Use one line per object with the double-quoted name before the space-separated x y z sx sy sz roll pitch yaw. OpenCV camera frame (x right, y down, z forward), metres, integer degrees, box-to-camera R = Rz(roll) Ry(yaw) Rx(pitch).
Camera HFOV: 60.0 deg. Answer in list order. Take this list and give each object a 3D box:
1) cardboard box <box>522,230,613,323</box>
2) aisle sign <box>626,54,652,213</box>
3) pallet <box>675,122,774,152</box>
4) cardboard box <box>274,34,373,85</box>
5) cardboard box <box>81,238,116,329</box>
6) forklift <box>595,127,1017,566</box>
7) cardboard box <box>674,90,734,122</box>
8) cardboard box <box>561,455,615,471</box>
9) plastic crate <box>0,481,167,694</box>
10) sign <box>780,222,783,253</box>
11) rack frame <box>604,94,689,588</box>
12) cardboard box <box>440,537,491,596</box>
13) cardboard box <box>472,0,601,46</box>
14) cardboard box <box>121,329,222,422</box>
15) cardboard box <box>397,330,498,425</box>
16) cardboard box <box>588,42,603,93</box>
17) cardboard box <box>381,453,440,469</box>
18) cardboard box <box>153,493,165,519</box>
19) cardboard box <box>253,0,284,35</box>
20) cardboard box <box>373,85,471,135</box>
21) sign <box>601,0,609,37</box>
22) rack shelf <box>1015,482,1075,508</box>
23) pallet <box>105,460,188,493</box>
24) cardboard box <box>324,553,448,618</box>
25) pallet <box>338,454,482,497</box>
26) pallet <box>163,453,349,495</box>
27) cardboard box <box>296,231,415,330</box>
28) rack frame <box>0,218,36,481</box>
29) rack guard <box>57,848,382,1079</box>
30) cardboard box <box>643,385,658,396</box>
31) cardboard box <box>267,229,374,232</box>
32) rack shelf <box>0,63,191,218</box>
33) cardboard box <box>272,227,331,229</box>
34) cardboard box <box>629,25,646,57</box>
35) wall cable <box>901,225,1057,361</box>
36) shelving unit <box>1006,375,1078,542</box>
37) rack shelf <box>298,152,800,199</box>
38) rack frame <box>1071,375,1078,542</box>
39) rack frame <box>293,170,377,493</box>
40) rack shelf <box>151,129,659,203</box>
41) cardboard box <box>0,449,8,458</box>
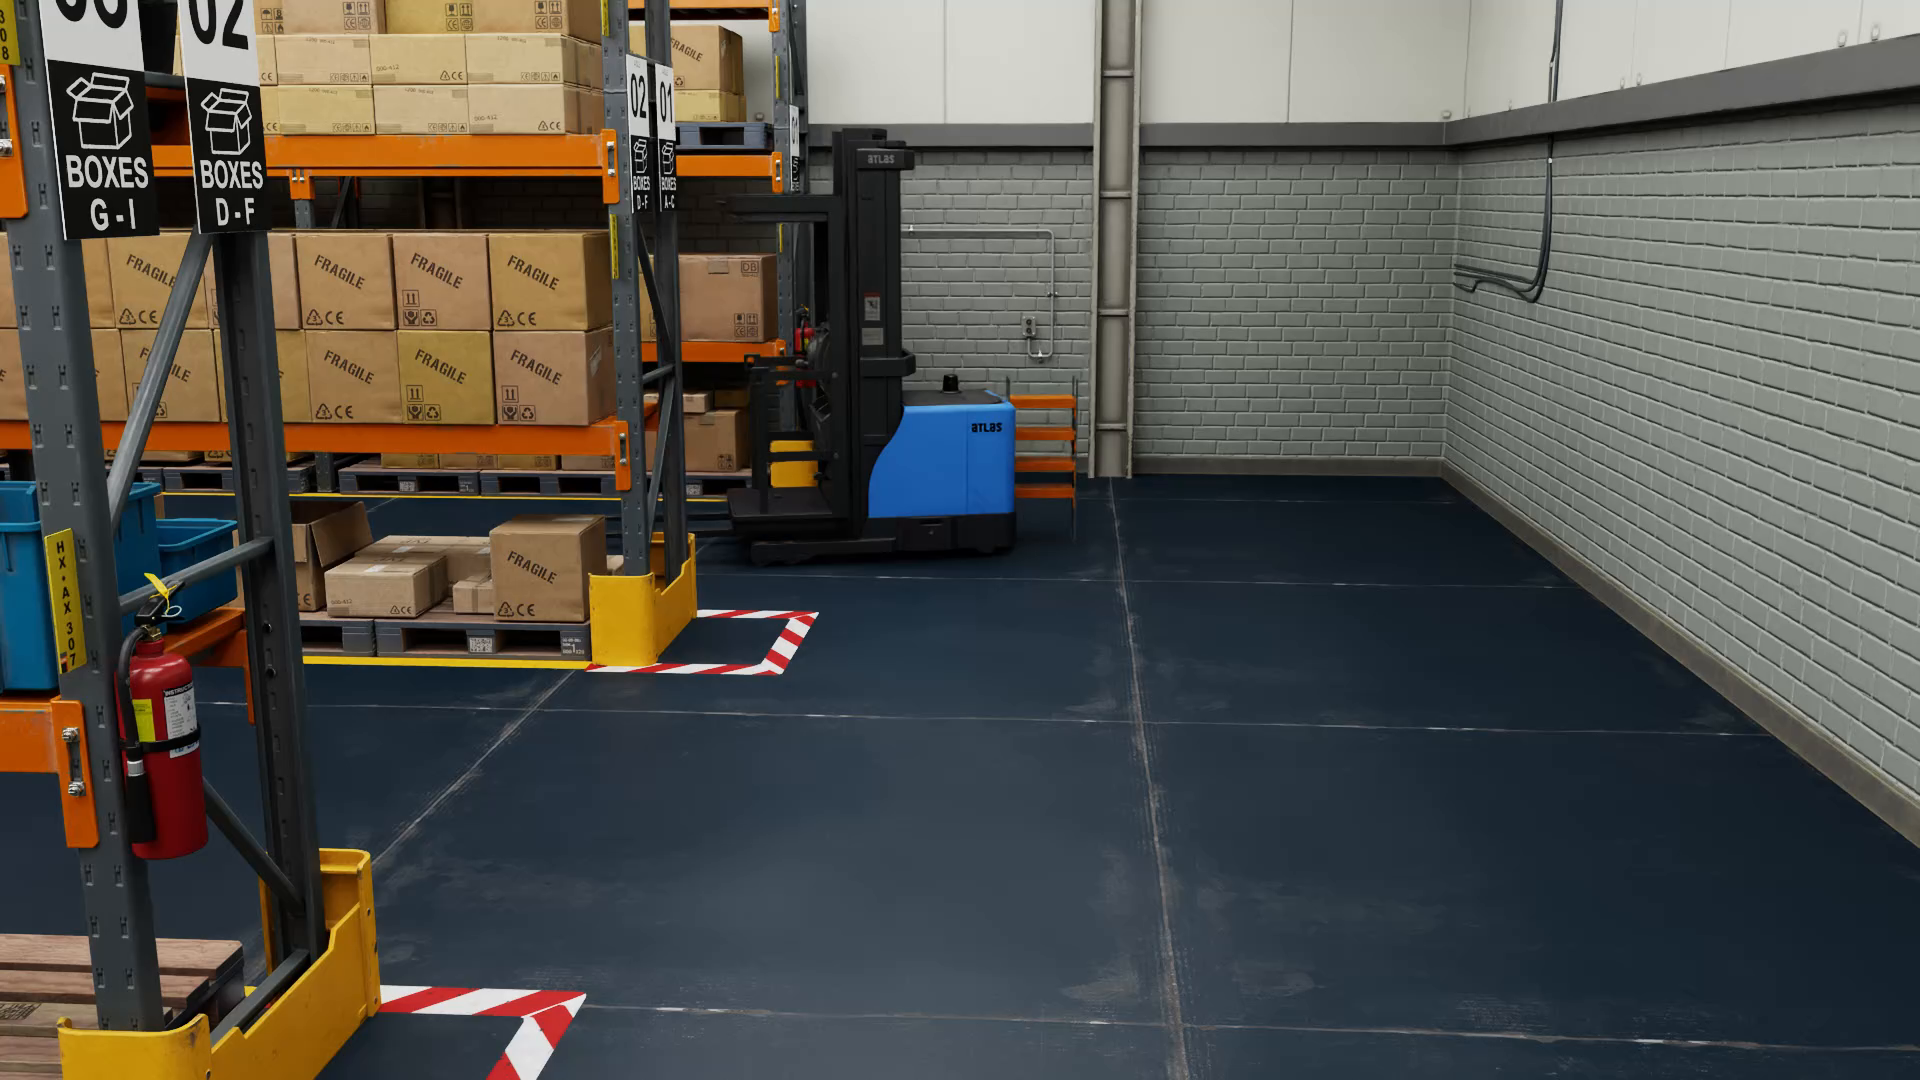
"cardboard box" -2.146 -1.501 9.429 0.500 0.500 0.500 1 12 5
"aisle sign" -1.674 -2.111 8.685 0.004 0.787 0.394 1 12 4
"pallet" -2.135 -3.347 13.834 1.213 0.211 1.003 1 12 4
"cardboard box" -3.248 -2.511 8.766 0.500 0.250 0.500 1 12 4
"cardboard box" -4.746 -1.424 9.065 0.500 0.500 0.500 0 12 2
"forklift" -1.166 -1.371 11.665 3.031 2.935 1.130 -2 12 -10
"cardboard box" -2.142 -3.519 13.537 0.500 0.250 0.500 1 12 5
"cardboard box" -3.100 -0.899 14.319 0.500 0.500 0.700 0 12 2
"plastic crate" -2.403 0.097 4.248 0.499 0.435 0.616 1 12 4
"sign" -1.444 -2.486 13.421 0.005 0.325 0.100 1 12 4
"rack frame" -1.721 -0.902 9.255 0.127 3.000 1.000 1 12 4
"cardboard box" -2.744 0.156 9.837 0.500 0.250 0.500 1 12 4
"cardboard box" -2.235 -2.912 8.853 0.500 0.500 0.700 1 12 4
"cardboard box" -4.212 -0.930 9.142 0.500 0.500 0.500 1 12 3
"cardboard box" -2.704 -0.908 9.039 0.500 0.500 0.500 1 12 4
"cardboard box" -2.216 -2.602 9.200 0.500 0.250 0.500 1 12 4
"cardboard box" -4.646 -0.920 14.419 0.500 0.500 0.700 1 12 4
"cardboard box" -5.125 0.001 9.967 0.500 0.500 0.500 1 12 4
"cardboard box" -3.727 -2.948 9.021 0.500 0.500 0.700 1 12 4
"cardboard box" -2.750 -2.259 8.783 0.500 0.250 0.500 1 12 4
"sign" -1.778 -2.691 8.317 0.005 0.325 0.100 1 12 4
"rack shelf" 0.593 -0.332 12.222 0.480 0.148 0.258 0 12 -2
"pallet" -7.380 -0.615 14.695 1.213 0.211 1.003 1 12 4
"cardboard box" -3.226 0.252 9.378 0.500 0.250 0.500 1 12 4
"pallet" -4.632 -0.578 14.514 1.213 0.211 1.003 1 12 4
"pallet" -6.160 -0.599 14.617 1.213 0.211 1.003 1 12 4
"cardboard box" -3.205 -1.403 8.965 0.500 0.500 0.500 1 12 5
"rack frame" -5.712 -0.957 9.517 0.127 3.000 1.000 1 12 4
"rack guard" -2.031 1.331 4.685 0.348 0.500 1.175 1 12 4
"cardboard box" -2.716 -1.252 14.424 0.250 0.149 0.380 1 12 4
"cardboard box" -3.674 -1.521 9.526 0.500 0.500 0.500 1 12 3
"rack shelf" -4.052 -1.034 4.315 4.000 0.370 1.077 1 12 4
"cardboard box" -5.827 -2.600 14.520 0.500 0.250 0.500 1 12 6
"cardboard box" -2.641 -3.894 13.496 0.500 0.500 0.500 1 12 5
"wall cable" -0.053 -2.587 14.829 1.851 1.984 0.084 1 12 4
"shelving unit" 0.593 -0.592 12.168 0.503 1.200 0.258 0 12 -2
"rack shelf" -3.389 -3.058 13.991 4.000 0.370 1.077 1 12 4
"rack frame" 0.837 -0.594 12.175 0.015 1.200 0.240 0 12 -2
"rack frame" -5.385 -1.969 14.355 0.127 3.000 1.000 1 12 4
"rack shelf" -3.717 -2.046 9.153 4.000 0.370 1.077 1 12 4
"cardboard box" -8.651 -1.140 14.617 0.750 0.750 0.750 1 12 3
